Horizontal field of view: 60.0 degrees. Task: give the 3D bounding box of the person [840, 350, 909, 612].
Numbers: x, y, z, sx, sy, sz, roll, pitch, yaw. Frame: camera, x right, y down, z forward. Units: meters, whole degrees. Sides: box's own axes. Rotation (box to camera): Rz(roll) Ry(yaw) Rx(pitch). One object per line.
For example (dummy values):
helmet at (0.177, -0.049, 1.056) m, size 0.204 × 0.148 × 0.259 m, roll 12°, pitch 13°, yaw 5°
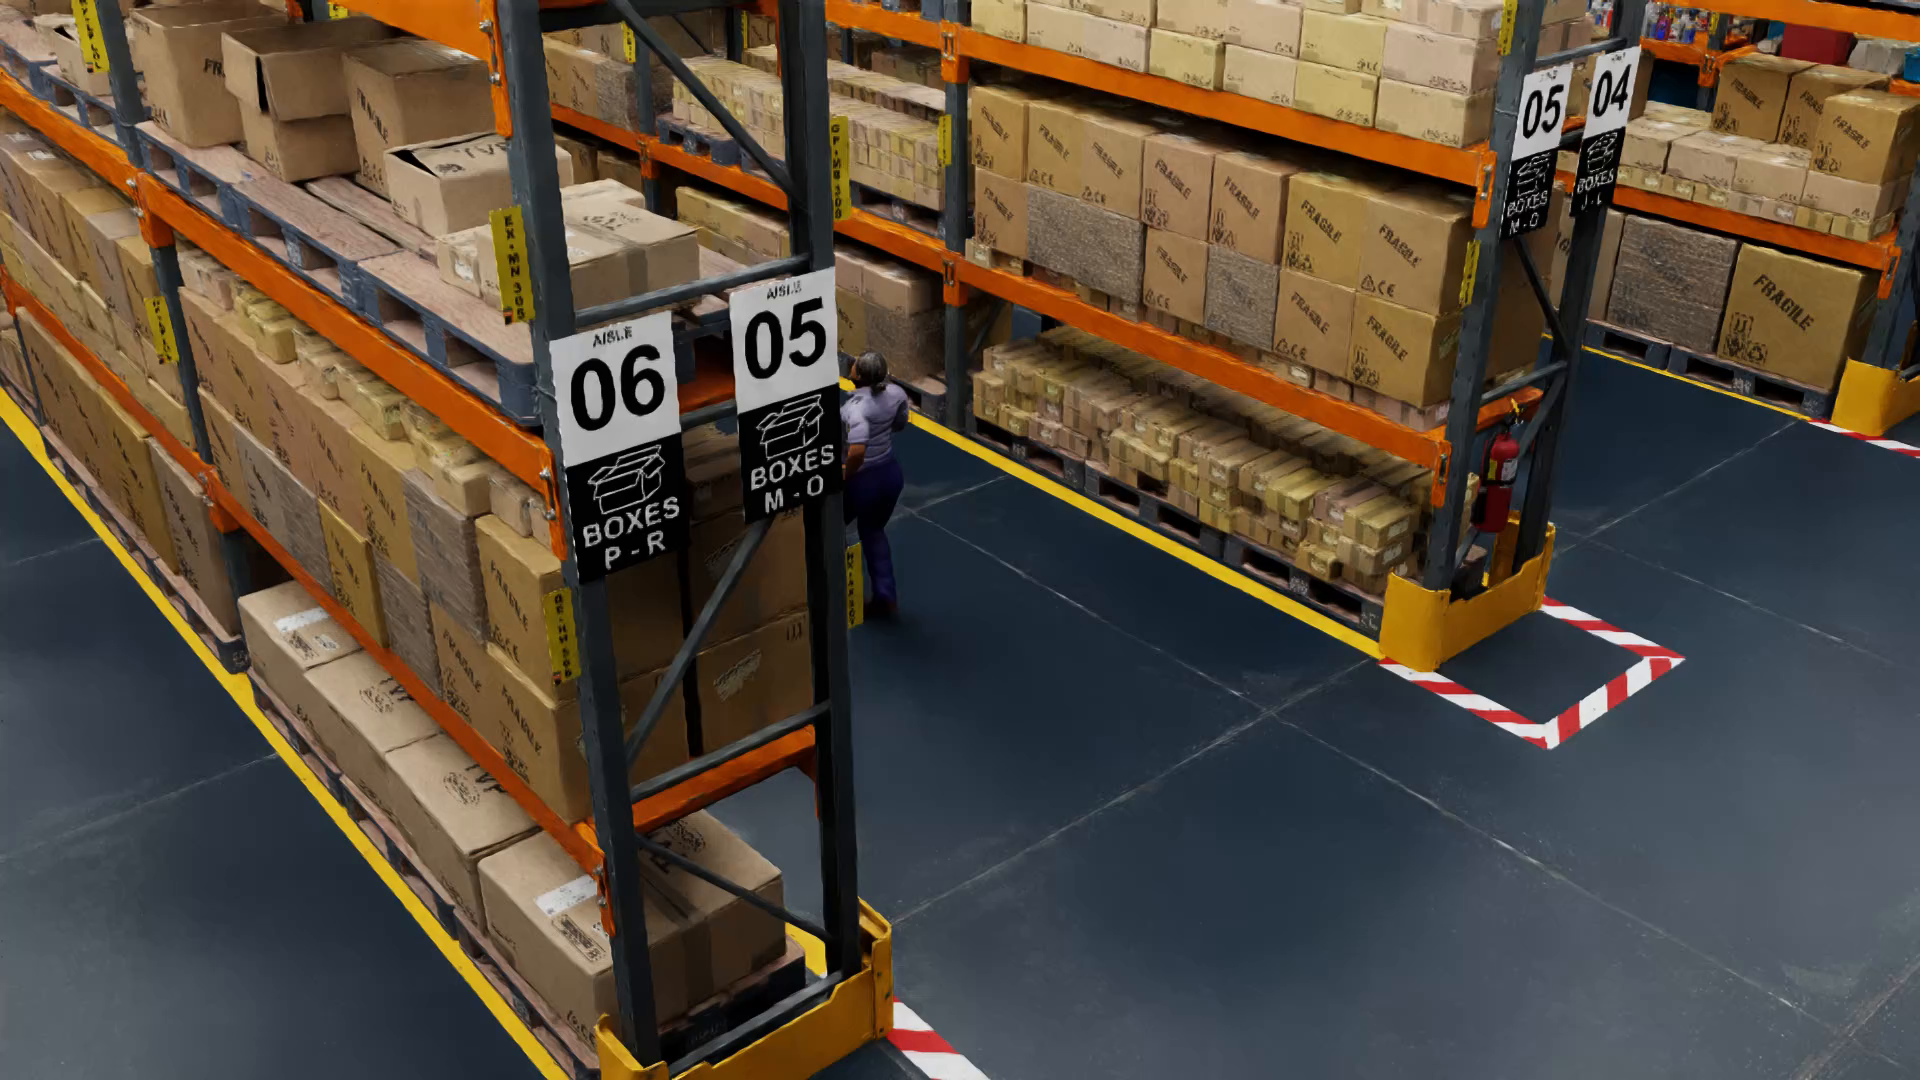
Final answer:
person at (-0.558, -0.319, 9.287) m, size 0.581 × 1.635 × 0.709 m, roll -21°, pitch 35°, yaw -34°
